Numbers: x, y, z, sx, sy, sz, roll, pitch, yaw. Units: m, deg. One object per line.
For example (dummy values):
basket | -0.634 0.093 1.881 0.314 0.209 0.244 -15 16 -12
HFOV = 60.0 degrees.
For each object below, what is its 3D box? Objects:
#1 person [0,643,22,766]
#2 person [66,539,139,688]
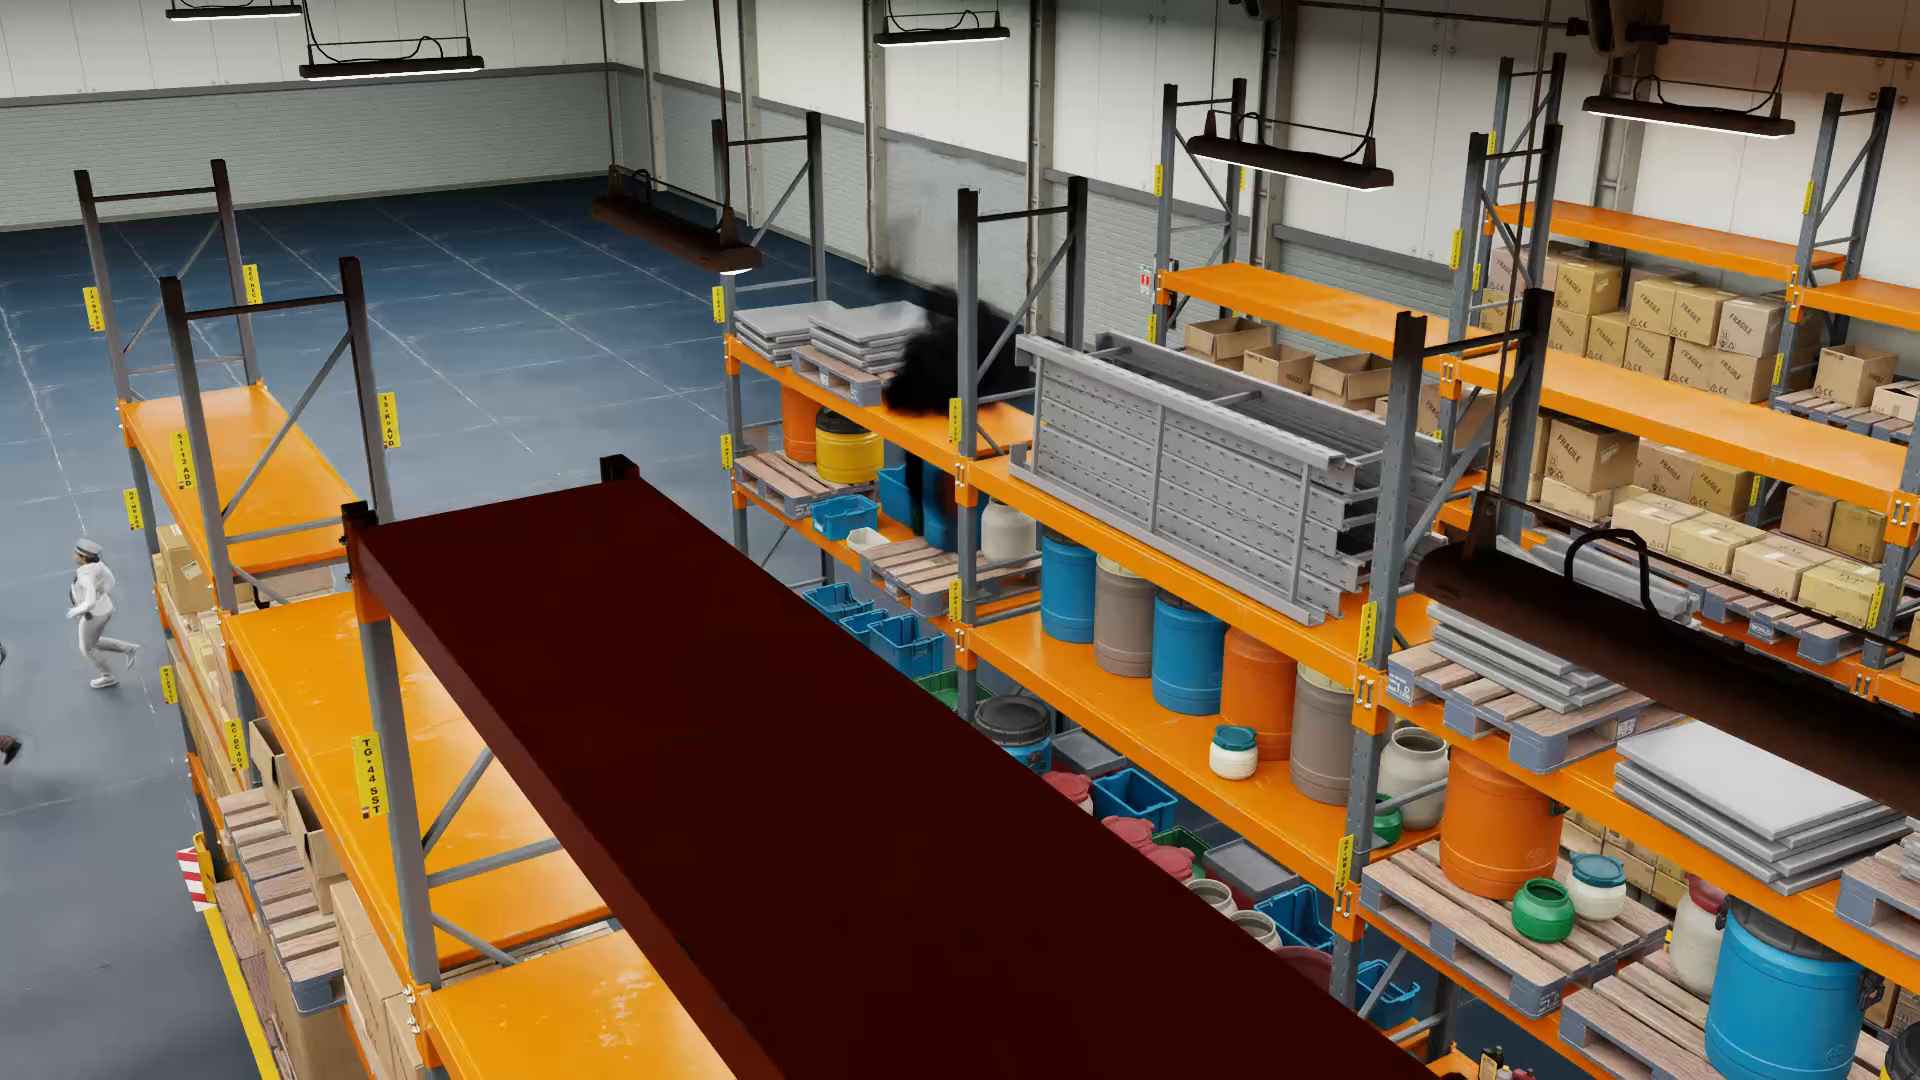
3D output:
person | -9.188 1.437 15.568 0.664 1.706 0.659 5 22 11
person | -8.949 0.764 17.292 0.555 1.657 0.615 -3 22 -8
